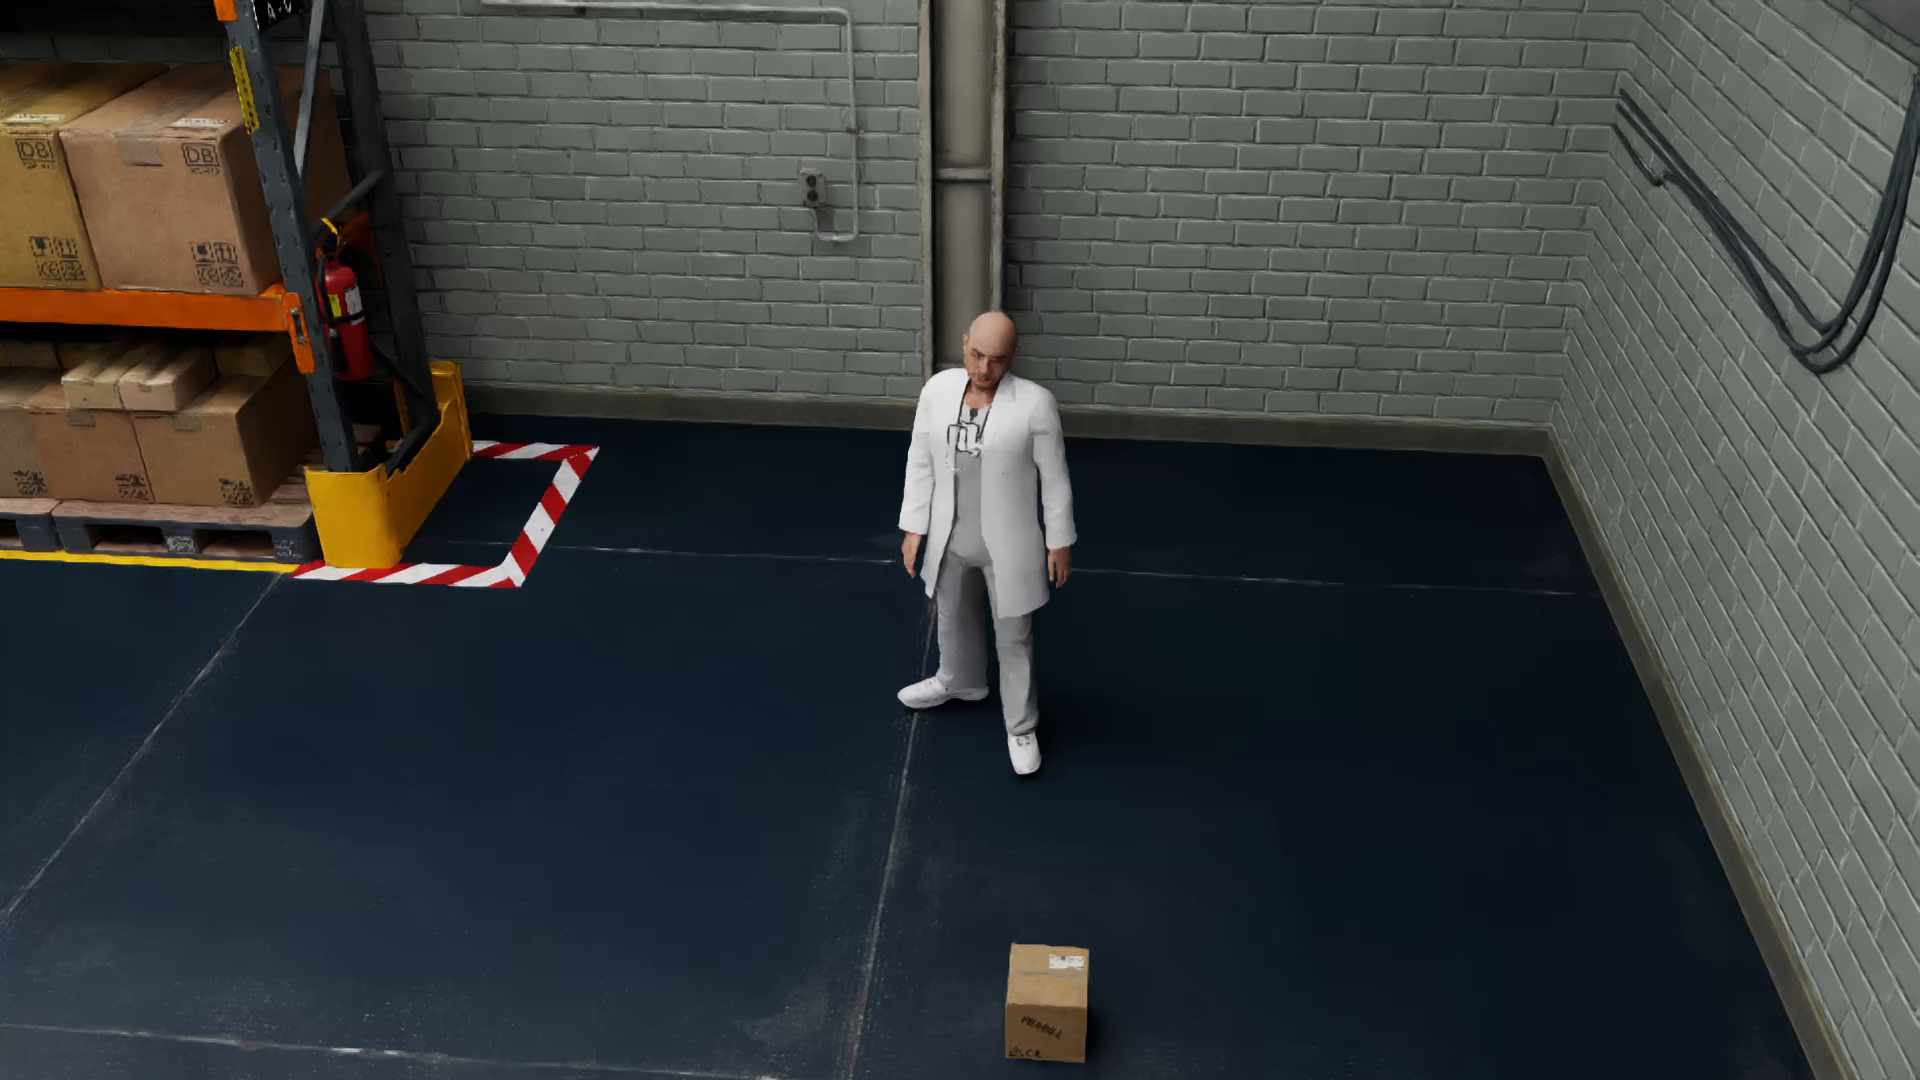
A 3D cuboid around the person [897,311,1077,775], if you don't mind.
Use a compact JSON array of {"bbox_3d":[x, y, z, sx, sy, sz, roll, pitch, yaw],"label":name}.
[{"bbox_3d":[0.073,-0.018,6.142,0.717,1.785,0.440,15,35,23],"label":"person"}]
